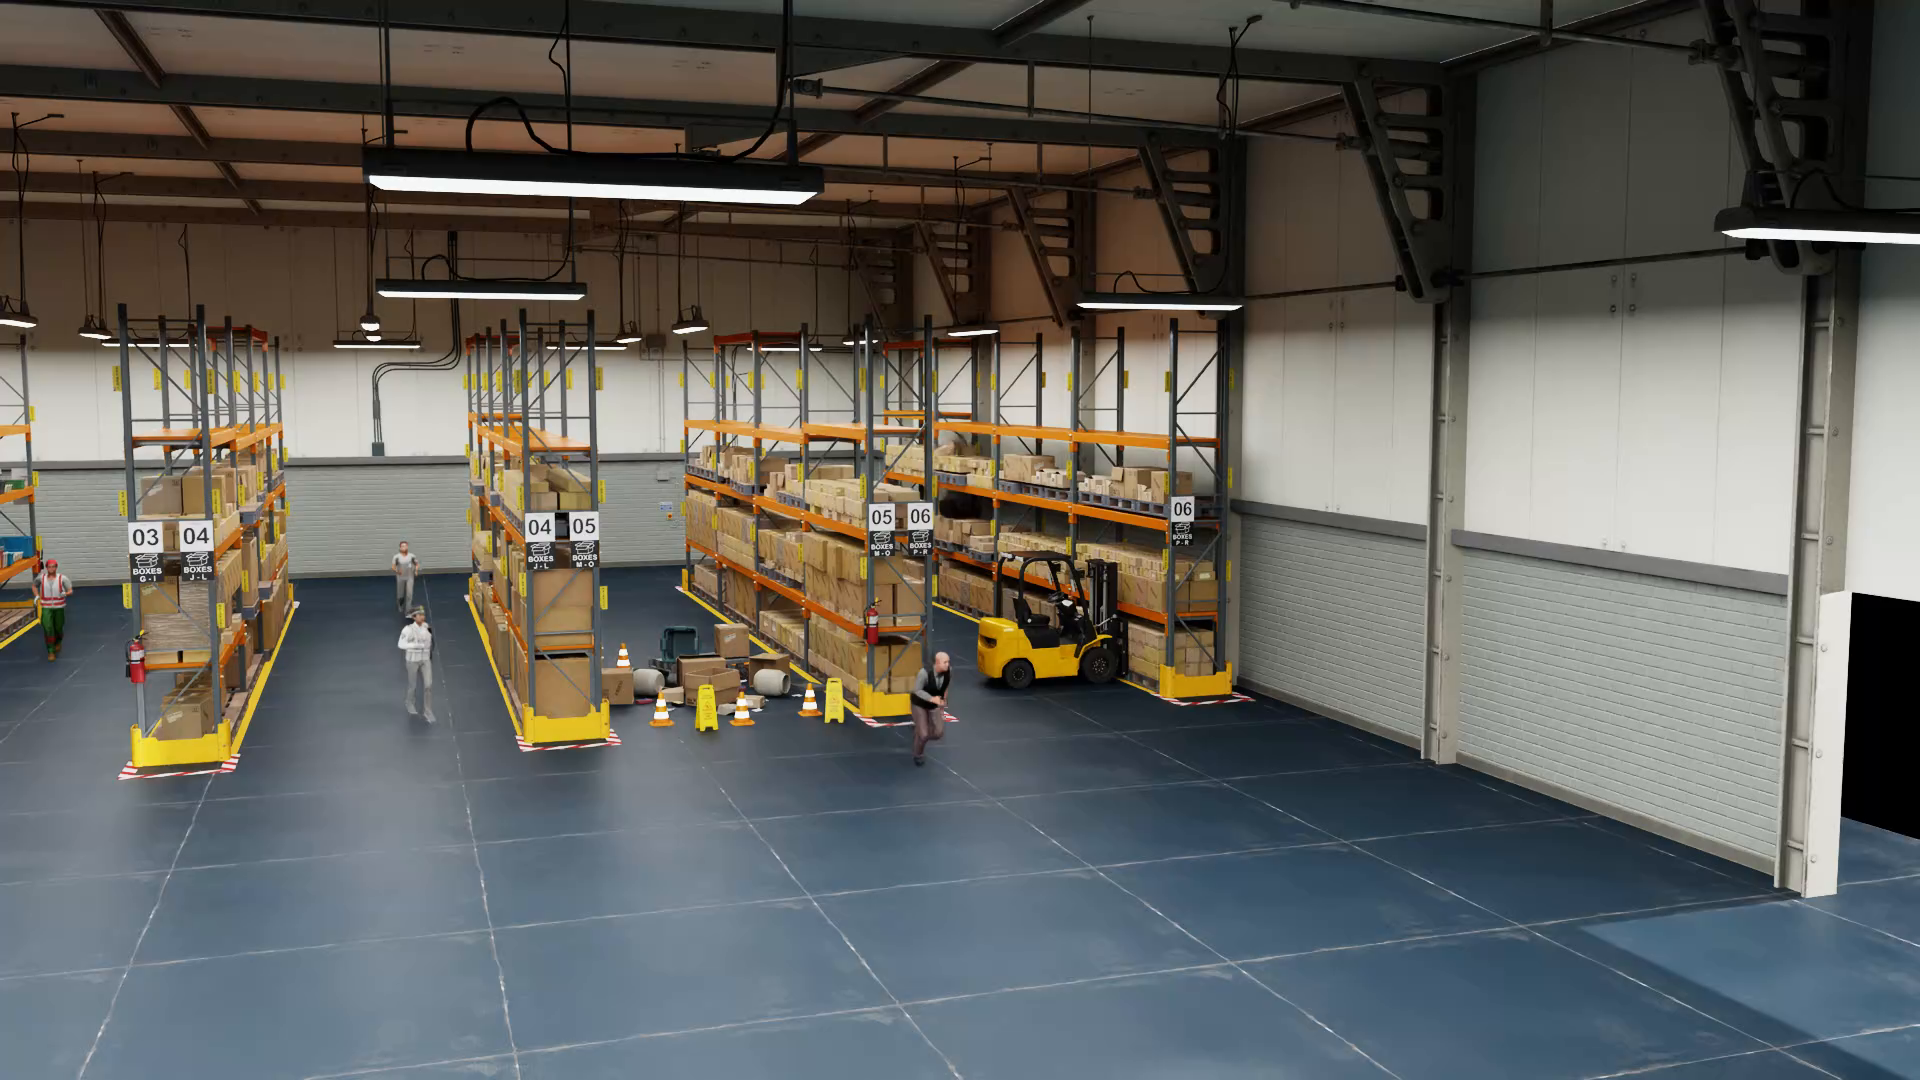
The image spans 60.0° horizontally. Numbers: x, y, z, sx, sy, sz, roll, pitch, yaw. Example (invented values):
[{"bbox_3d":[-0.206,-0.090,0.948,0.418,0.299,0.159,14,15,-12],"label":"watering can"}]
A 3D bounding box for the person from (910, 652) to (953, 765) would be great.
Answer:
[{"bbox_3d":[-0.343,2.186,21.694,0.683,1.539,0.813,-4,7,-36],"label":"person"}]

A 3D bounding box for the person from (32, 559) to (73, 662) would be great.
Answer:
[{"bbox_3d":[-16.414,1.240,30.098,0.644,1.805,0.983,-3,6,-28],"label":"person"}]

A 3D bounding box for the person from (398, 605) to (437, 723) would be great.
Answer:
[{"bbox_3d":[-8.066,1.828,24.670,0.583,1.747,0.801,-5,7,-41],"label":"person"}]

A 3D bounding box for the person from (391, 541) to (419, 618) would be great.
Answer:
[{"bbox_3d":[-11.800,0.840,35.408,0.573,1.613,0.758,-2,6,-24],"label":"person"}]
